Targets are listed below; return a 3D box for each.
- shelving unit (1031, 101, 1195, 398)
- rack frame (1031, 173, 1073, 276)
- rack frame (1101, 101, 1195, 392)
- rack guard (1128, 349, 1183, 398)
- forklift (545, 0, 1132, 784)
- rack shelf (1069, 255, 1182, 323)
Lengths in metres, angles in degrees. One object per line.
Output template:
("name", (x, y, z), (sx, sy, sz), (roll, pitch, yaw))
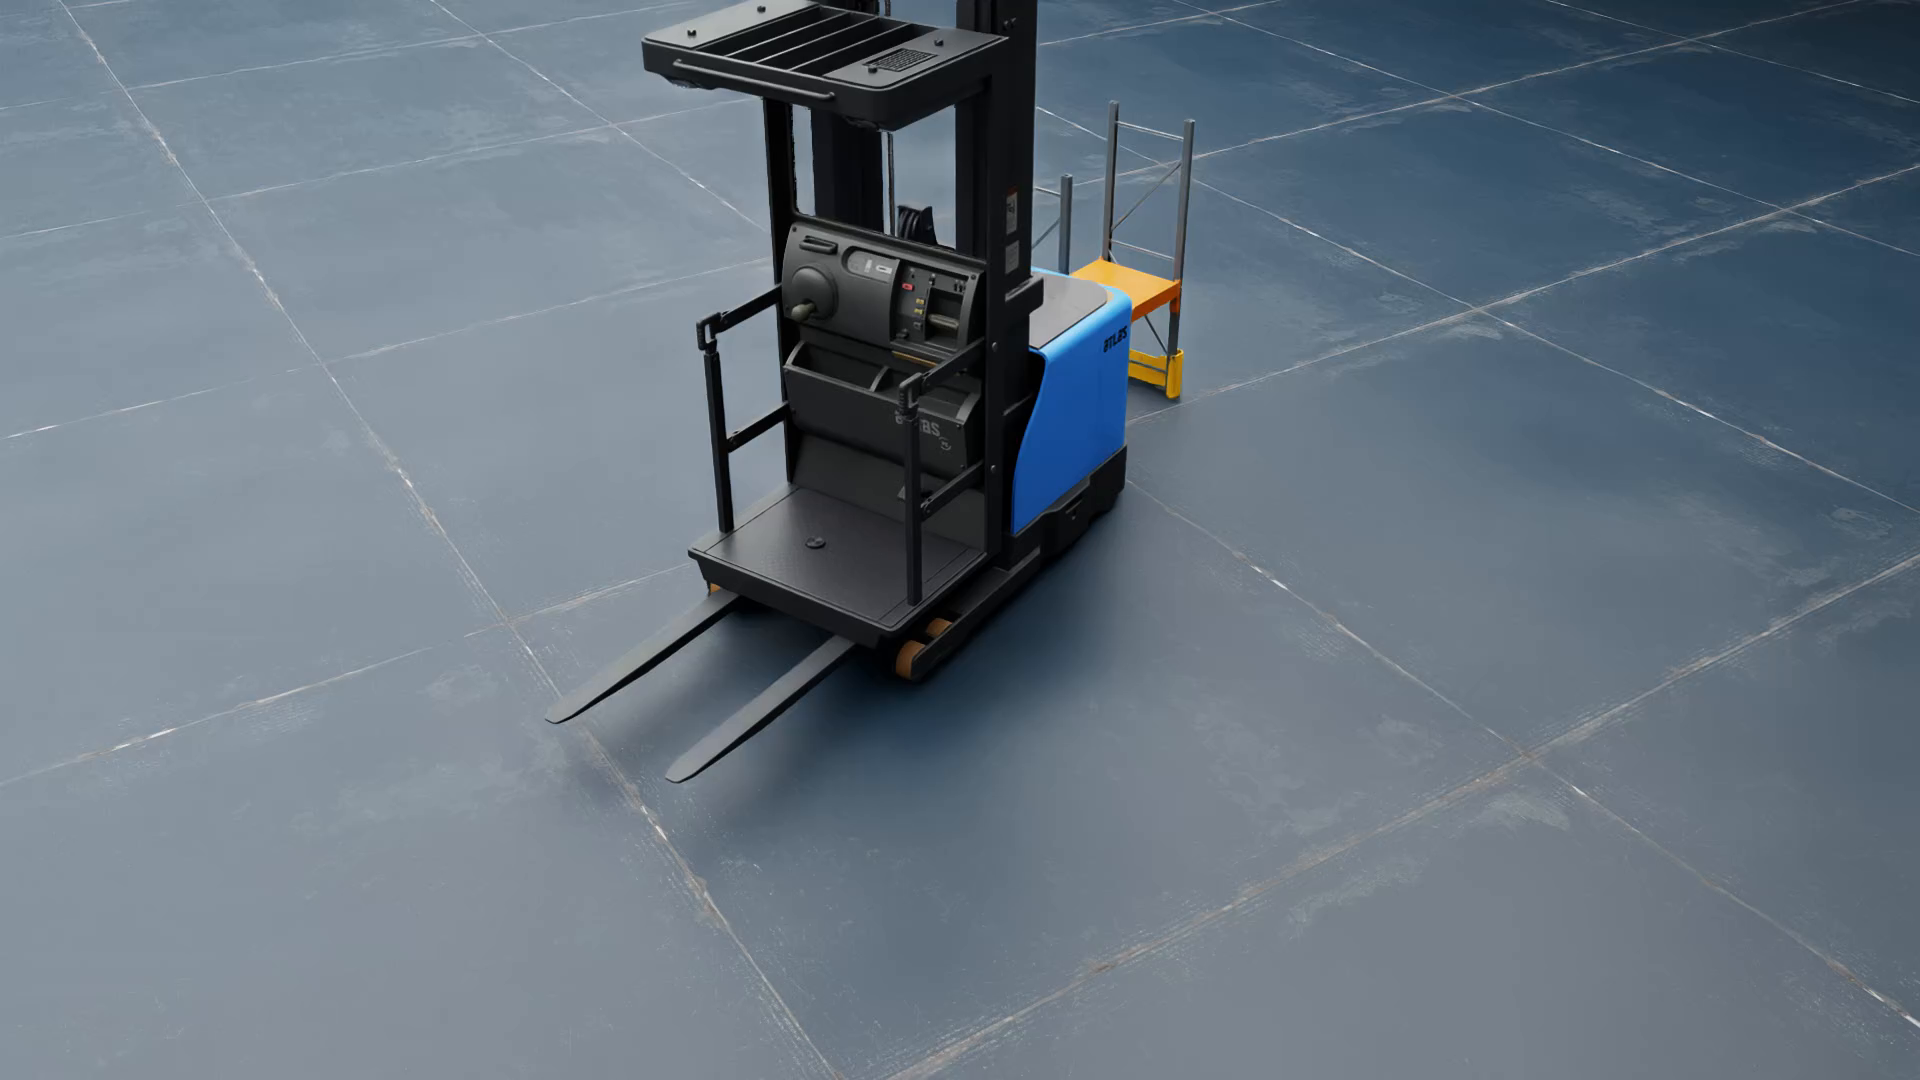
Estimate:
("shelving unit", (0.631, -1.308, 8.418), (0.587, 1.500, 1.083), (24, 39, 33))
("rack frame", (0.312, -1.103, 8.093), (0.500, 1.500, 0.032), (24, 39, 33))
("rack frame", (0.961, -1.521, 8.755), (0.500, 1.500, 0.032), (24, 39, 33))
("rack guard", (0.949, -0.984, 9.076), (0.587, 0.250, 0.087), (24, 39, 33))
("forklift", (-0.444, -0.949, 6.508), (1.130, 2.935, 3.031), (20, 37, 28))
("rack shelf", (0.636, -1.160, 8.520), (0.538, 0.185, 1.000), (24, 39, 33))
